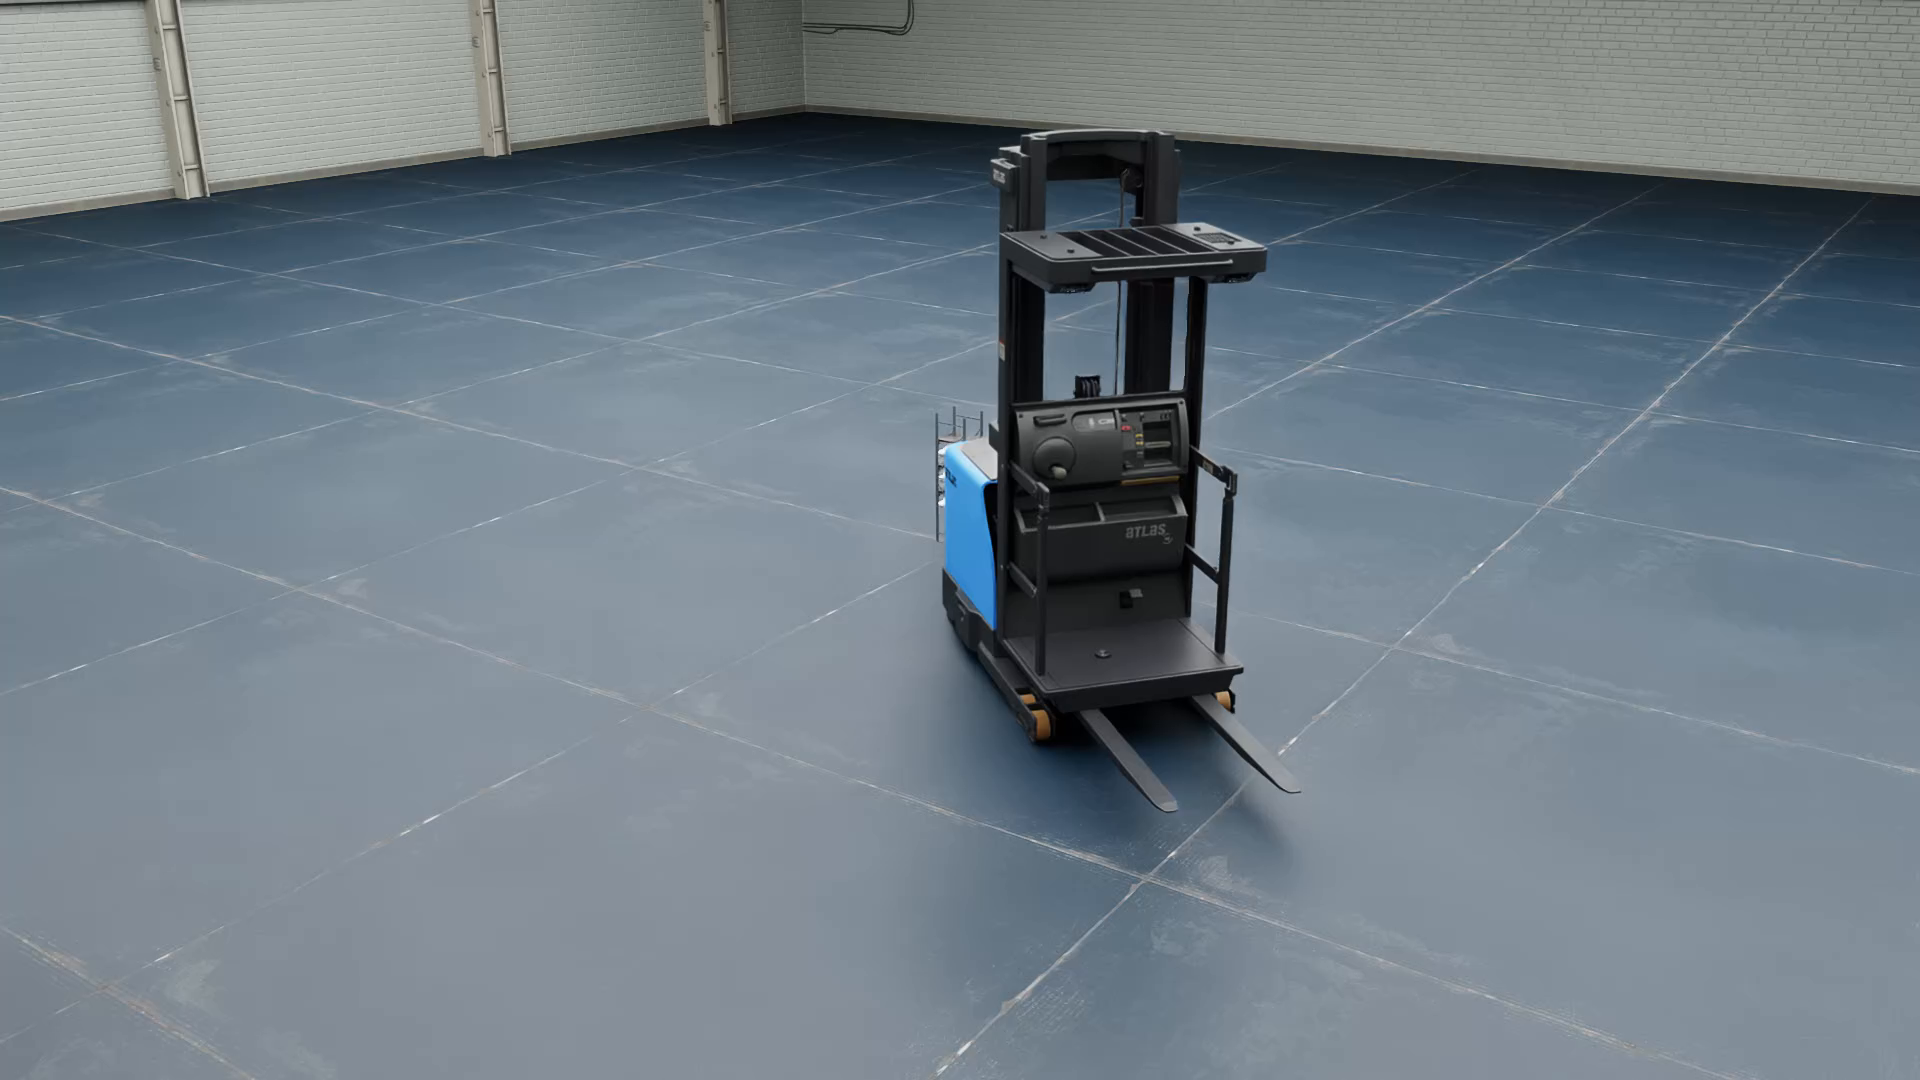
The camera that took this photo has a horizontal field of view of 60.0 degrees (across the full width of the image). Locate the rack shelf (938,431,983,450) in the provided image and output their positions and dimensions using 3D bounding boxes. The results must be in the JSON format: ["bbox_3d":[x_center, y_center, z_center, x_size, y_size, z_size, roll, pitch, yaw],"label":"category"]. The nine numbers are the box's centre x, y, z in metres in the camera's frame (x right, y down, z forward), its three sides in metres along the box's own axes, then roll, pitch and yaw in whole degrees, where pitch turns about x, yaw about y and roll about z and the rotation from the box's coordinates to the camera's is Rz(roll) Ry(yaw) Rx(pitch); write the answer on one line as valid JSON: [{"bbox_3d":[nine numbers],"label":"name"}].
[{"bbox_3d":[-0.005,-0.642,11.020,0.258,0.077,0.200,13,24,32],"label":"rack shelf"}]

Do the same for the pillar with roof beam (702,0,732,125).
[{"bbox_3d":[-1.453,-12.082,30.957,9.100,9.000,0.400,13,24,32],"label":"pillar with roof beam"}]

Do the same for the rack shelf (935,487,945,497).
[{"bbox_3d":[-0.005,-0.304,11.145,0.258,0.077,0.200,13,24,32],"label":"rack shelf"}]

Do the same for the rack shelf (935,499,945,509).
[{"bbox_3d":[-0.005,-0.220,11.177,0.258,0.077,0.200,13,24,32],"label":"rack shelf"}]

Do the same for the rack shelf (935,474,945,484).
[{"bbox_3d":[-0.005,-0.388,11.114,0.258,0.077,0.200,13,24,32],"label":"rack shelf"}]

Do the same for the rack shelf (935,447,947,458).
[{"bbox_3d":[-0.005,-0.557,11.052,0.258,0.077,0.200,13,24,32],"label":"rack shelf"}]

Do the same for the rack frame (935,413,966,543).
[{"bbox_3d":[-0.062,-0.391,11.024,0.240,0.900,0.006,13,24,32],"label":"rack frame"}]

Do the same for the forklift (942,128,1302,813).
[{"bbox_3d":[0.802,-0.496,8.382,1.130,2.935,3.031,-6,21,-15],"label":"forklift"}]

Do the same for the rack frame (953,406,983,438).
[{"bbox_3d":[0.053,-0.449,11.181,0.240,0.900,0.006,13,24,32],"label":"rack frame"}]

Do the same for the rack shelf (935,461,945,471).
[{"bbox_3d":[-0.005,-0.473,11.083,0.258,0.077,0.200,13,24,32],"label":"rack shelf"}]

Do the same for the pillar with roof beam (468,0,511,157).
[{"bbox_3d":[-4.826,-10.360,26.303,9.100,9.000,0.400,13,24,32],"label":"pillar with roof beam"}]

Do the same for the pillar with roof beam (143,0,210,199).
[{"bbox_3d":[-8.198,-8.639,21.649,9.100,9.000,0.400,13,24,32],"label":"pillar with roof beam"}]

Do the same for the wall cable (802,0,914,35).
[{"bbox_3d":[-2.263,-12.053,35.353,3.097,2.526,0.112,13,24,32],"label":"wall cable"}]

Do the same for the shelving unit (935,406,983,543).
[{"bbox_3d":[-0.005,-0.420,11.103,0.258,0.900,0.210,13,24,32],"label":"shelving unit"}]
